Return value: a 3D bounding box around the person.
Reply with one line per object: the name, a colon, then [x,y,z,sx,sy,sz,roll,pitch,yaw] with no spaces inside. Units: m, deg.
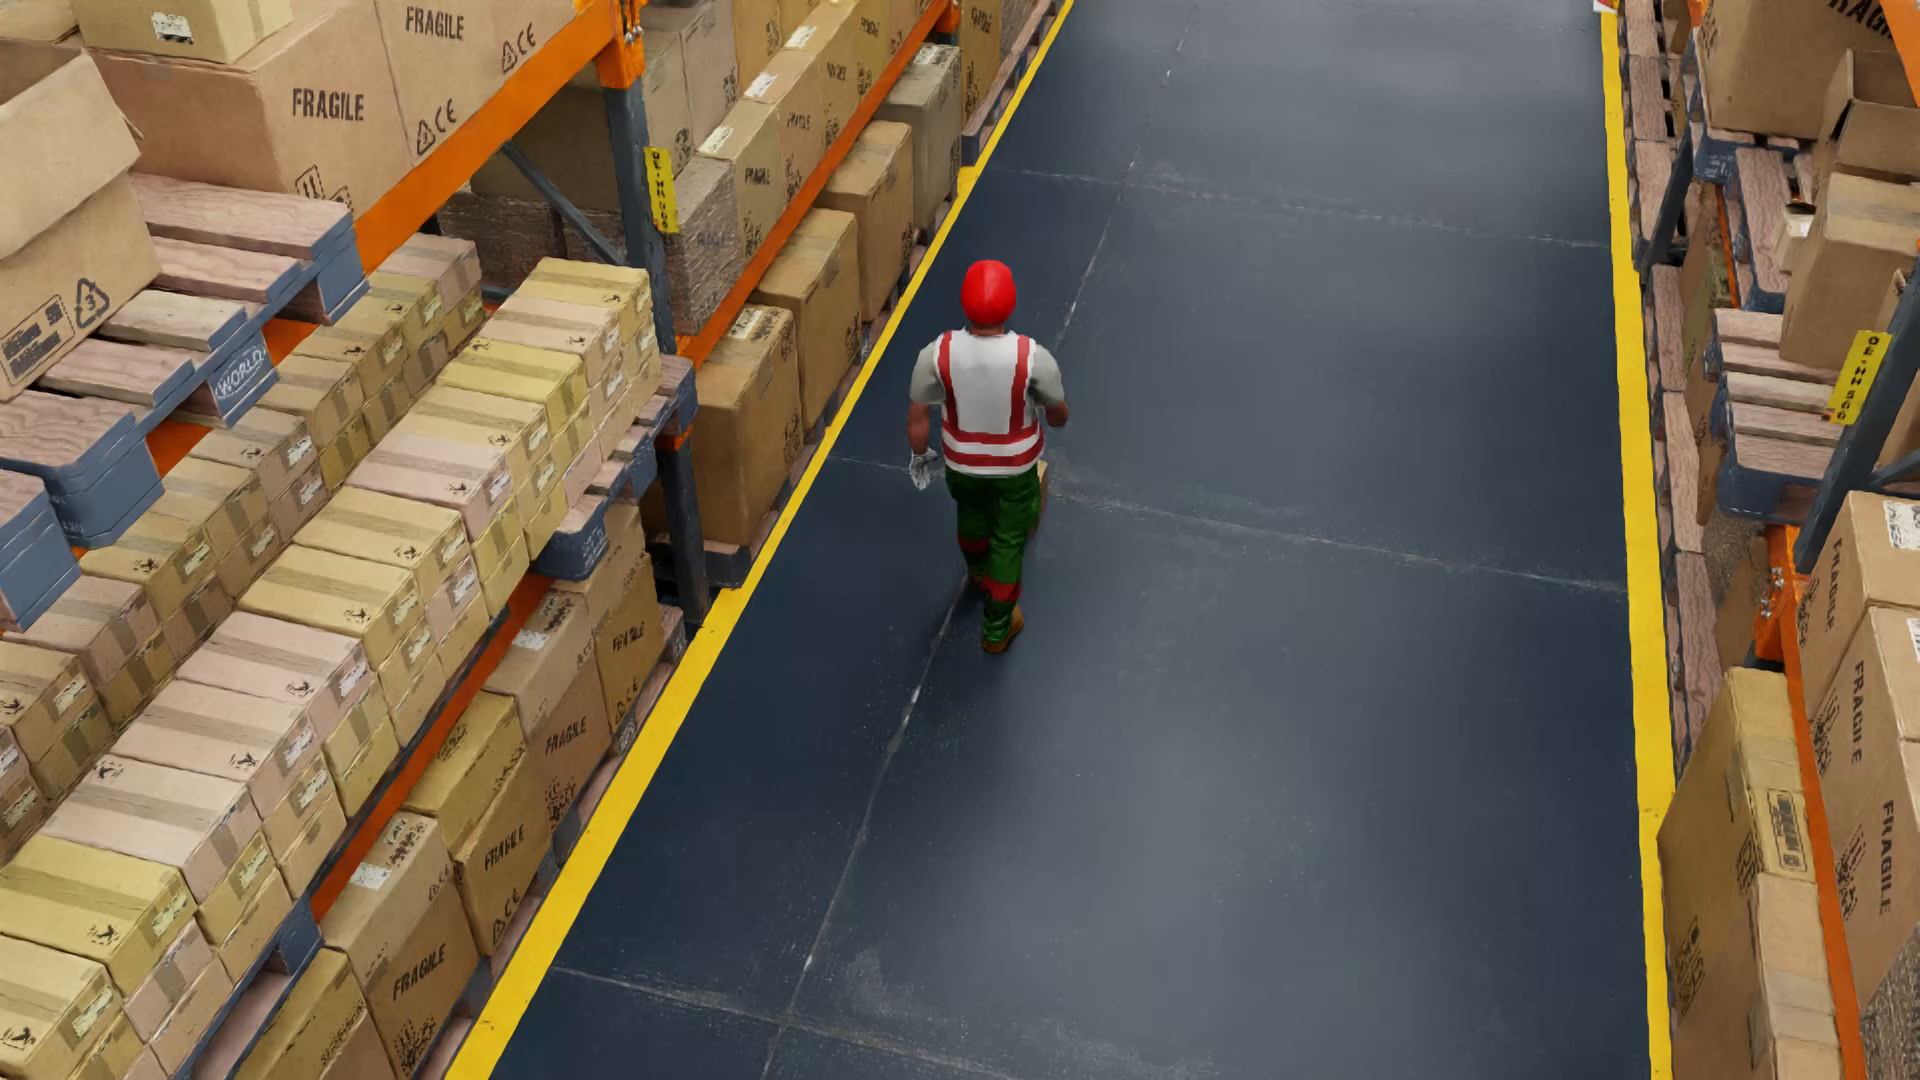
person: [0.146,-0.433,6.662,0.598,1.783,0.759,8,41,9]
